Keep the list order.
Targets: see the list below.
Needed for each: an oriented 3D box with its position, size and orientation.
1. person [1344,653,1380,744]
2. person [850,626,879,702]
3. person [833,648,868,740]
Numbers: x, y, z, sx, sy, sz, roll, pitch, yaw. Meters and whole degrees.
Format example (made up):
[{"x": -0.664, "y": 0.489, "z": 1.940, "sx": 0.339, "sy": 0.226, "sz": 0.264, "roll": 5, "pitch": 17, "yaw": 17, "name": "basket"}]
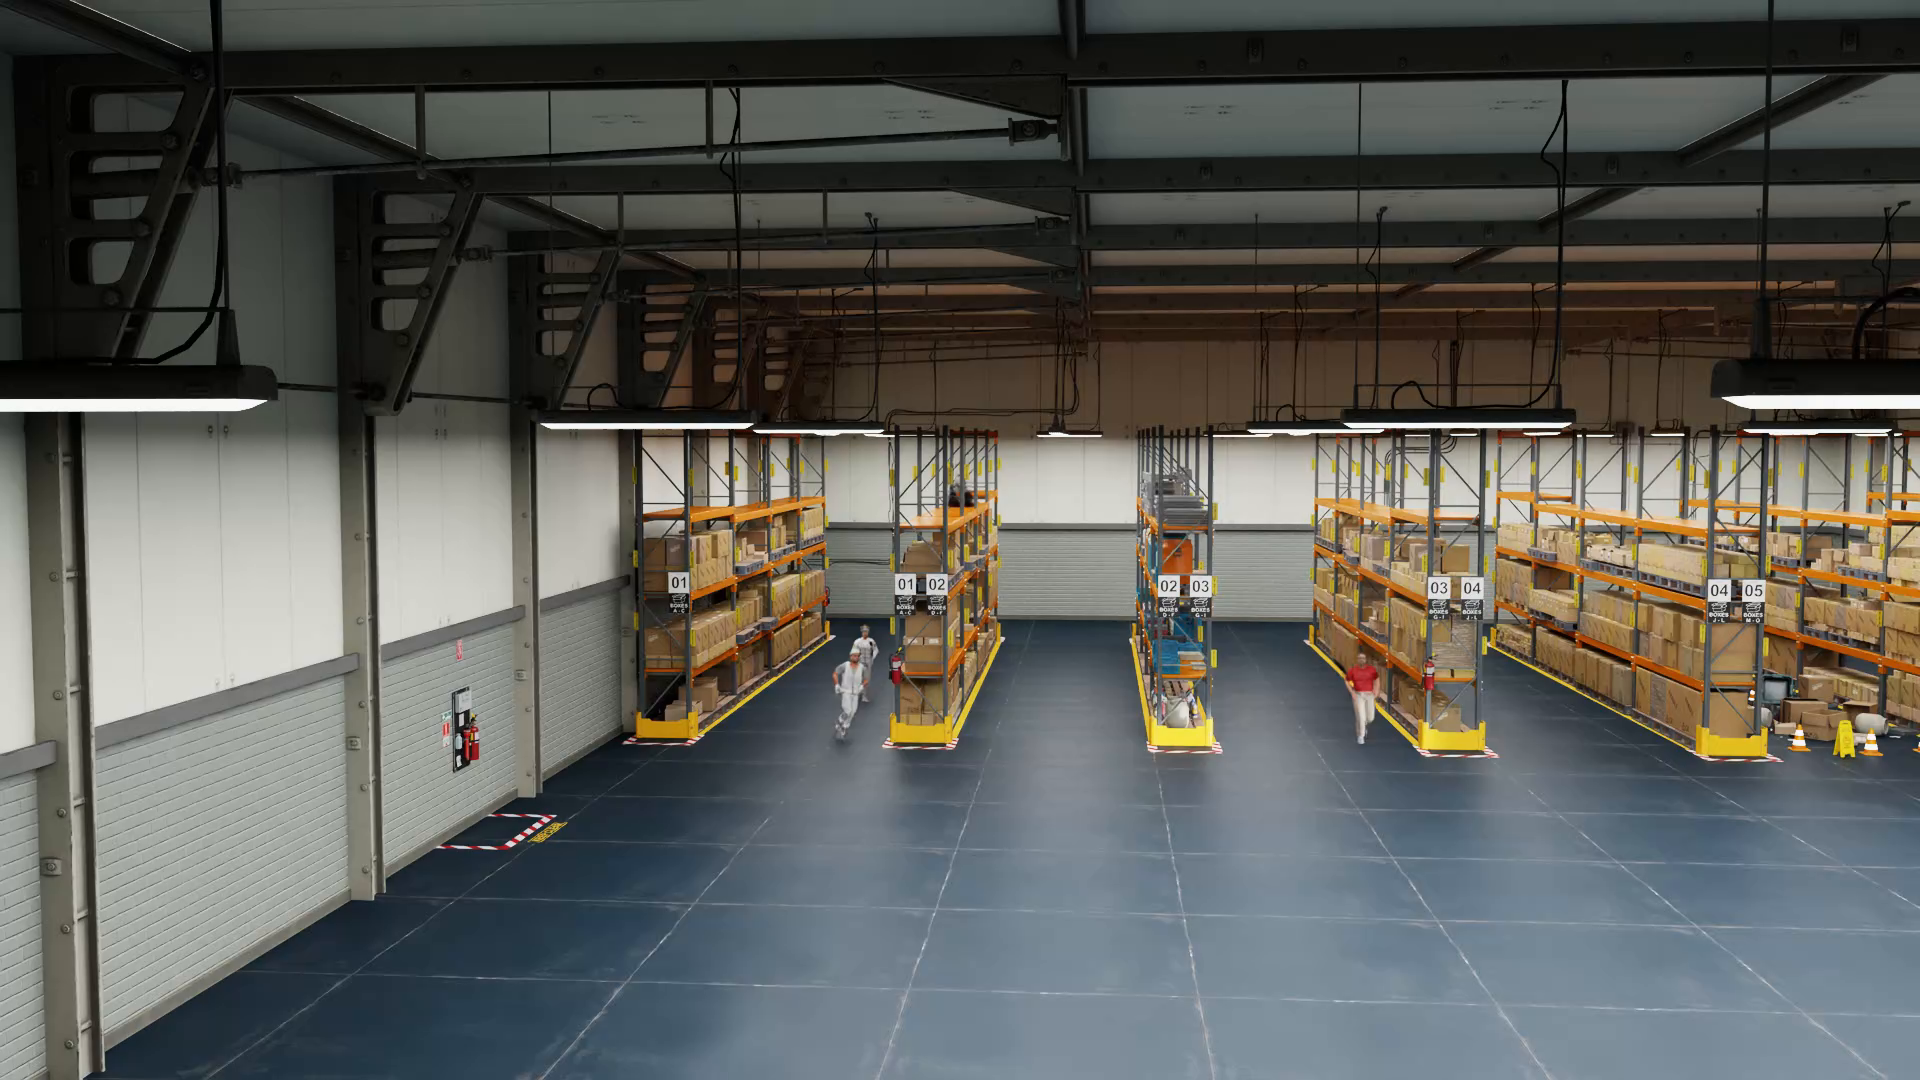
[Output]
[{"x": 7.636, "y": 2.991, "z": 31.547, "sx": 0.661, "sy": 1.697, "sz": 0.542, "roll": 0, "pitch": 3, "yaw": 4, "name": "person"}, {"x": -2.087, "y": 2.694, "z": 36.476, "sx": 0.631, "sy": 1.659, "sz": 0.729, "roll": -1, "pitch": 3, "yaw": -9, "name": "person"}, {"x": -2.052, "y": 2.945, "z": 31.690, "sx": 0.662, "sy": 1.735, "sz": 0.579, "roll": -1, "pitch": 4, "yaw": -21, "name": "person"}]
